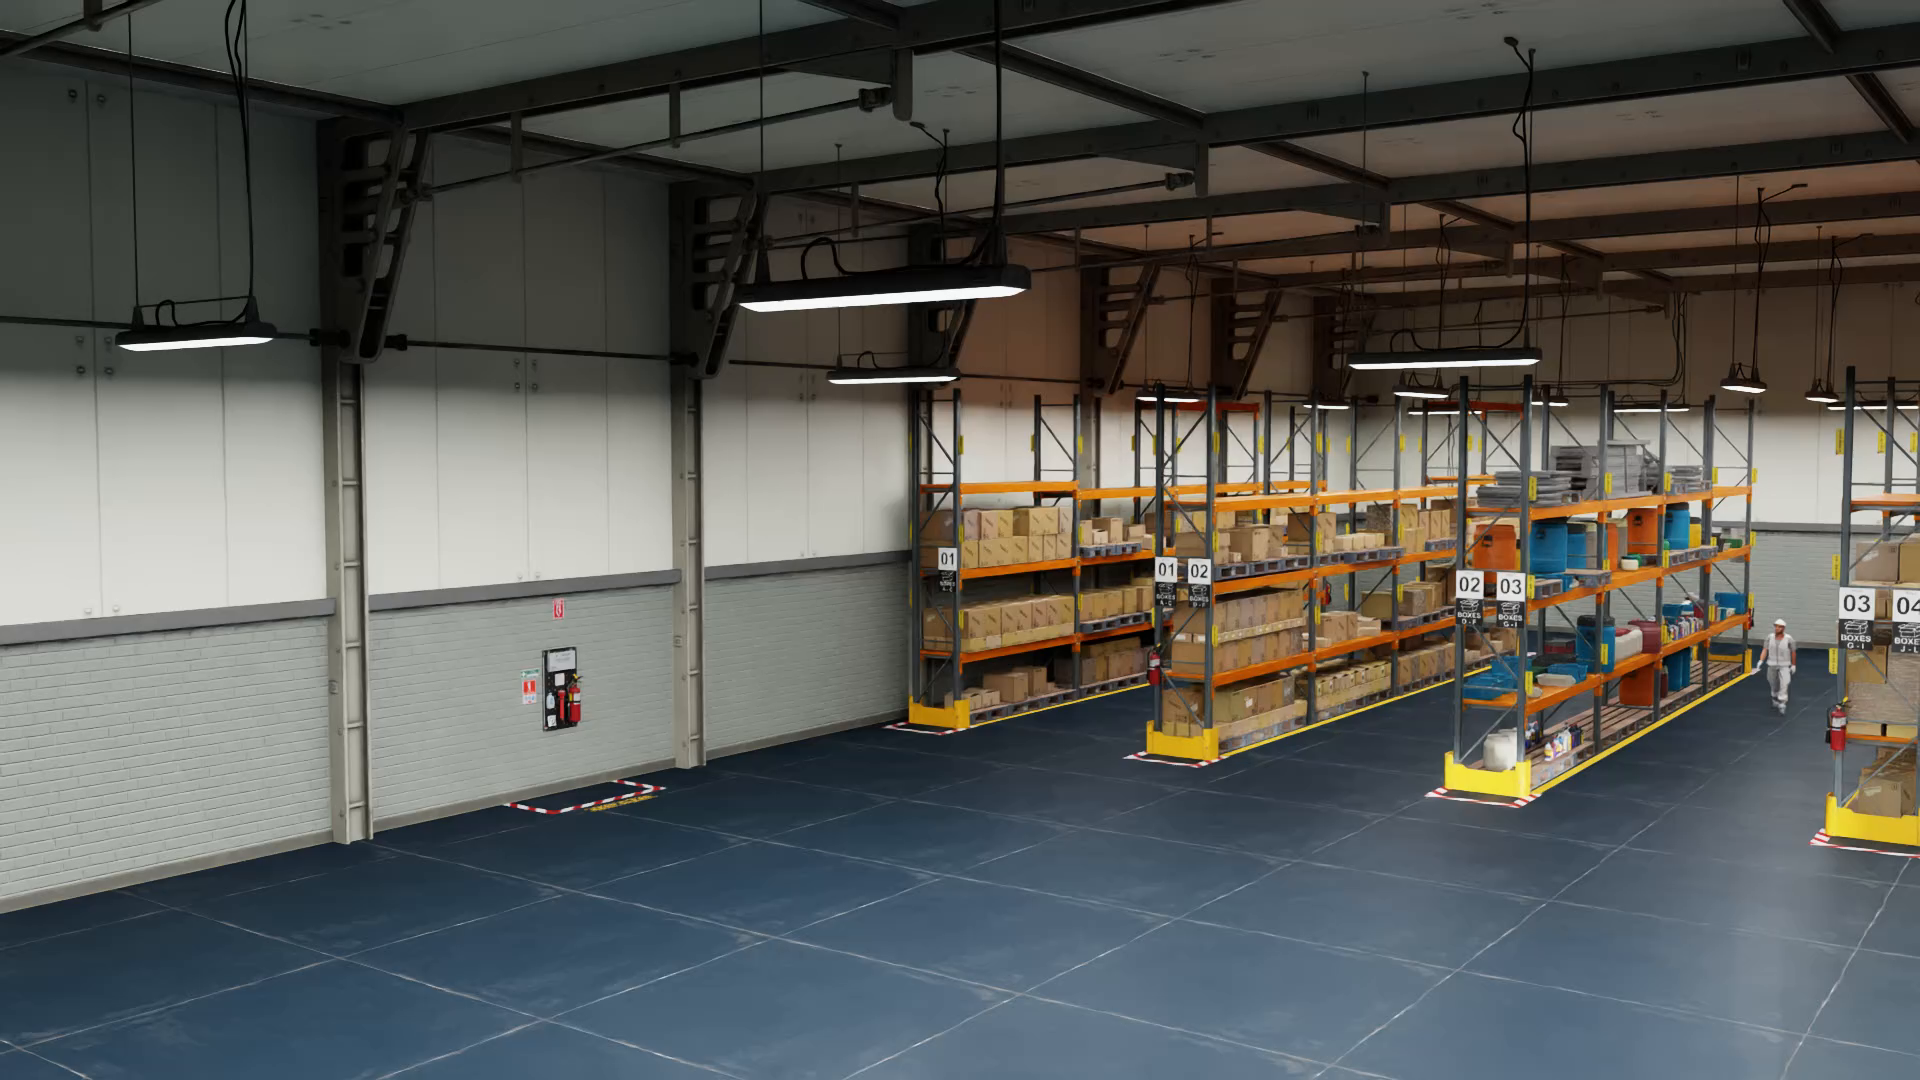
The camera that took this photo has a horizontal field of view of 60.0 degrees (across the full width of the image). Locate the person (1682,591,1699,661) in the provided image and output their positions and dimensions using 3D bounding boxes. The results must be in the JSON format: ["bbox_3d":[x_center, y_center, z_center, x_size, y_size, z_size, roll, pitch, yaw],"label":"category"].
[{"bbox_3d":[16.716,1.997,38.312,0.696,1.641,0.615,1,3,14],"label":"person"}]

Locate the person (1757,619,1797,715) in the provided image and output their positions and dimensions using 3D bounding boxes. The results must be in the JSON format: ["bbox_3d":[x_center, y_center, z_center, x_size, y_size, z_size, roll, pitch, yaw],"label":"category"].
[{"bbox_3d":[15.219,2.342,30.979,0.638,1.729,1.055,2,4,31],"label":"person"}]
